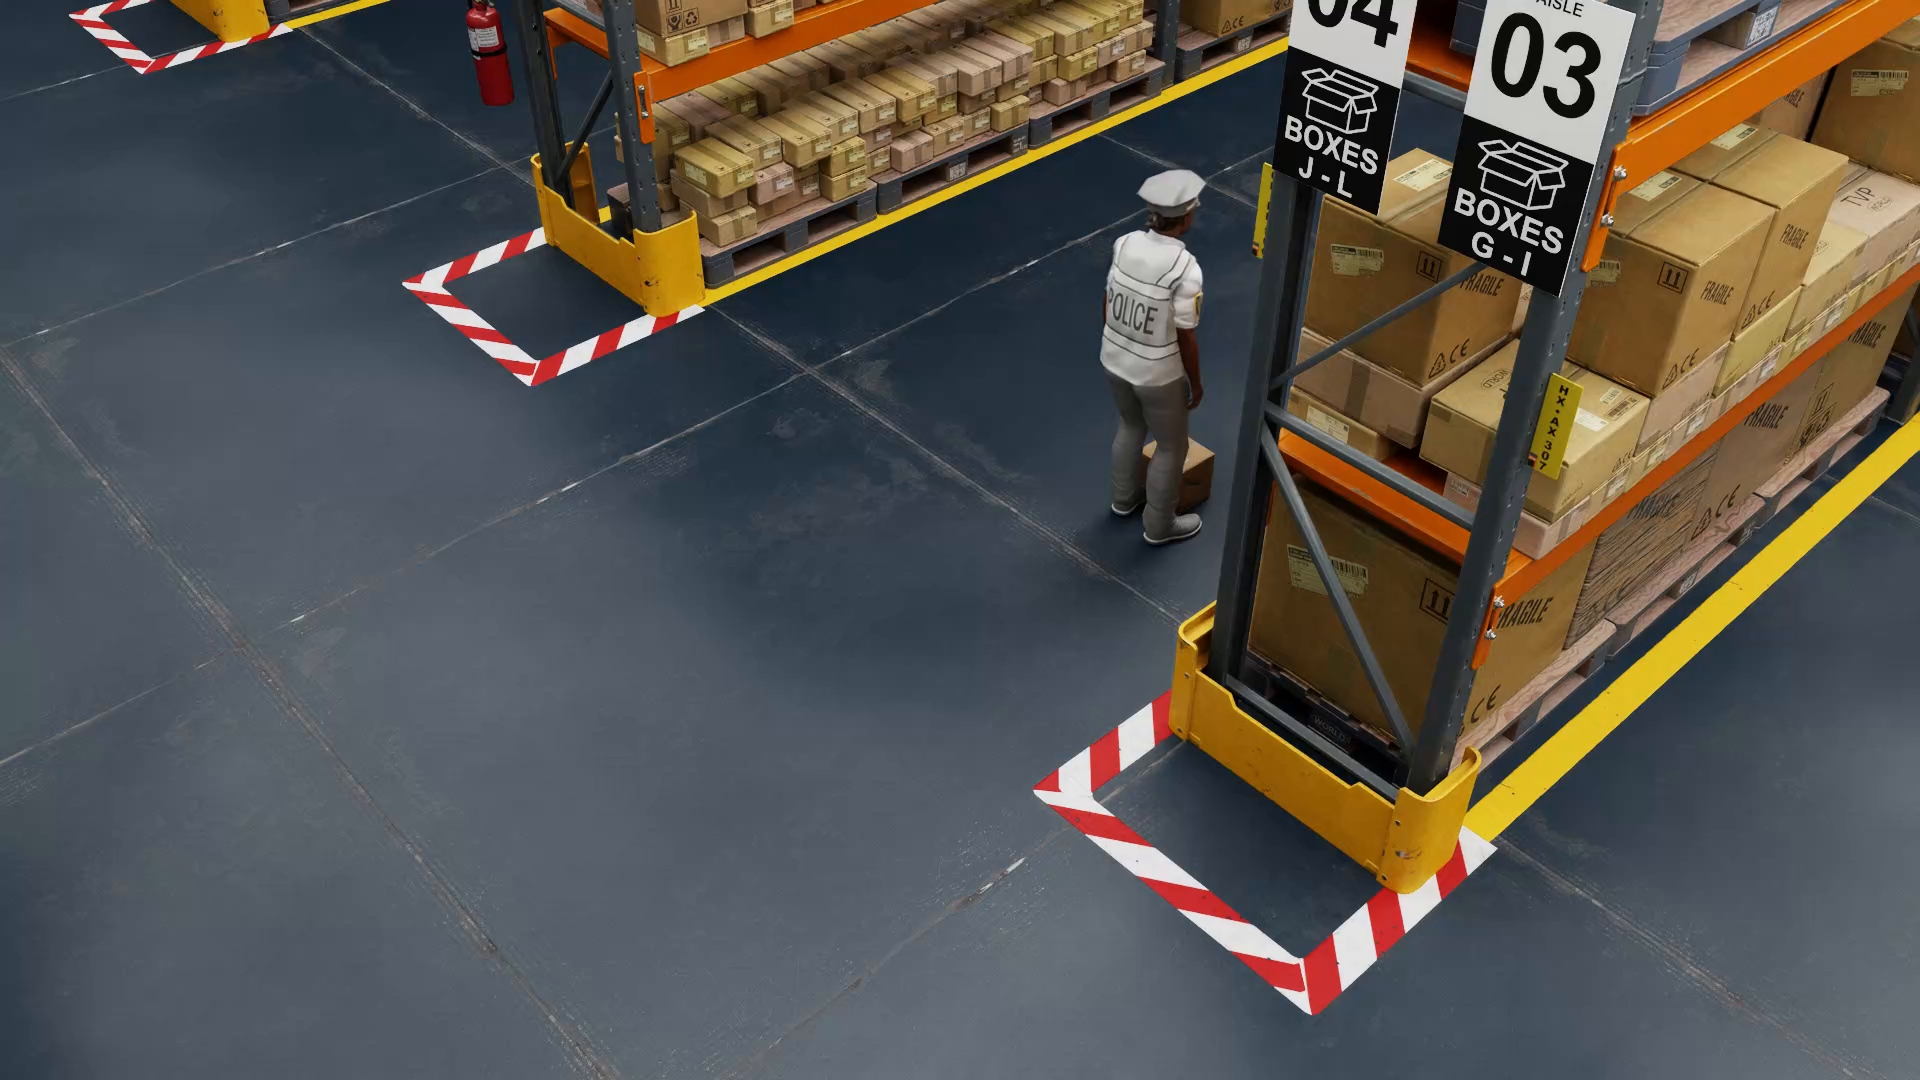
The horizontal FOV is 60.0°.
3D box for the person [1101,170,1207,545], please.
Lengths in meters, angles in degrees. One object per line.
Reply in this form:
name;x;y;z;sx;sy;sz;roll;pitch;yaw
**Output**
person;0.825;-0.742;7.039;0.417;1.658;0.519;-32;49;-32
